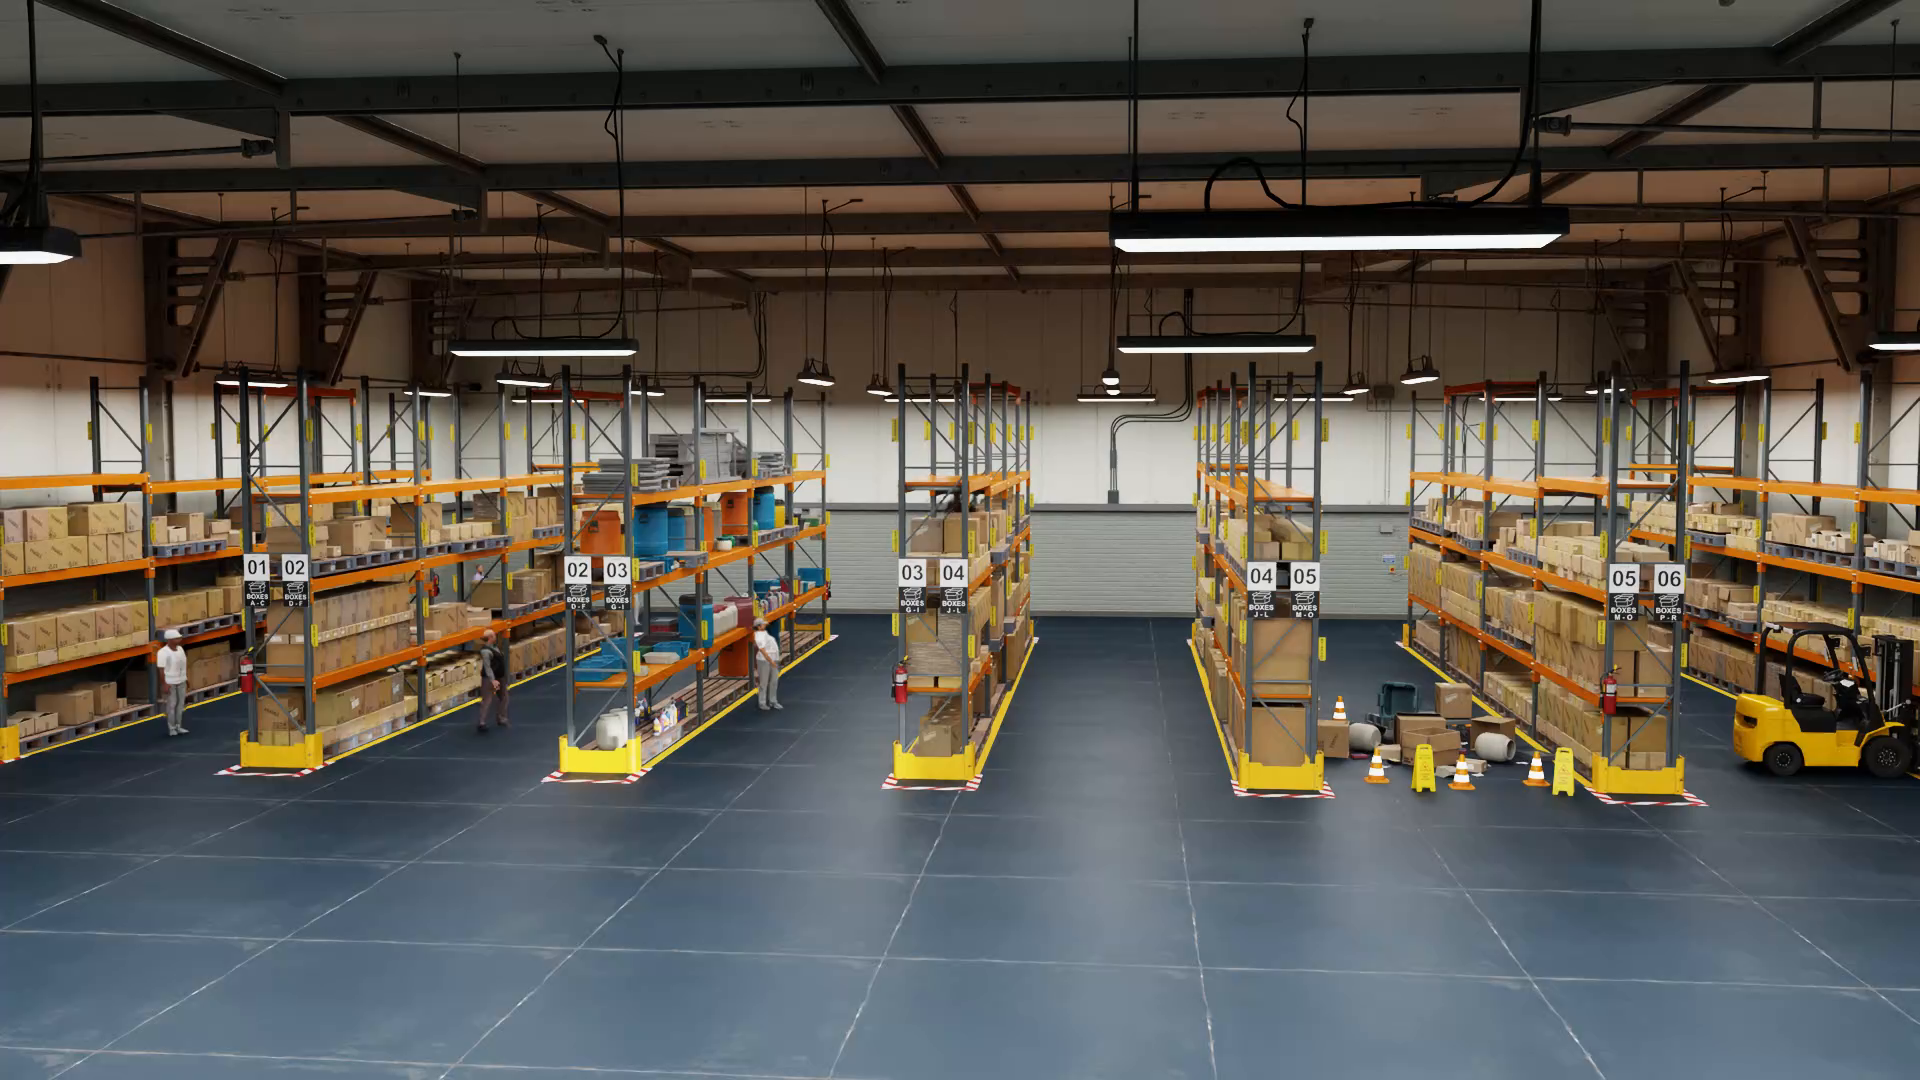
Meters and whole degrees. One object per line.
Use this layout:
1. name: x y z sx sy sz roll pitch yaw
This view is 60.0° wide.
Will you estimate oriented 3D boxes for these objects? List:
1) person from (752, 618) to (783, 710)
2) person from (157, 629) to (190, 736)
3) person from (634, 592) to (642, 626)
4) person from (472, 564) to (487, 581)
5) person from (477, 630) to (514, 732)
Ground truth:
1. person: -3.447 2.246 30.107 0.598 1.671 0.569 2 4 31
2. person: -13.026 2.353 27.541 0.392 1.766 0.612 2 4 27
3. person: -8.569 1.393 43.374 0.519 1.633 0.939 -2 4 -25
4. person: -12.401 1.417 43.104 0.942 1.574 0.560 0 4 -5
5. person: -7.848 2.373 28.037 0.509 1.757 0.684 1 4 14
